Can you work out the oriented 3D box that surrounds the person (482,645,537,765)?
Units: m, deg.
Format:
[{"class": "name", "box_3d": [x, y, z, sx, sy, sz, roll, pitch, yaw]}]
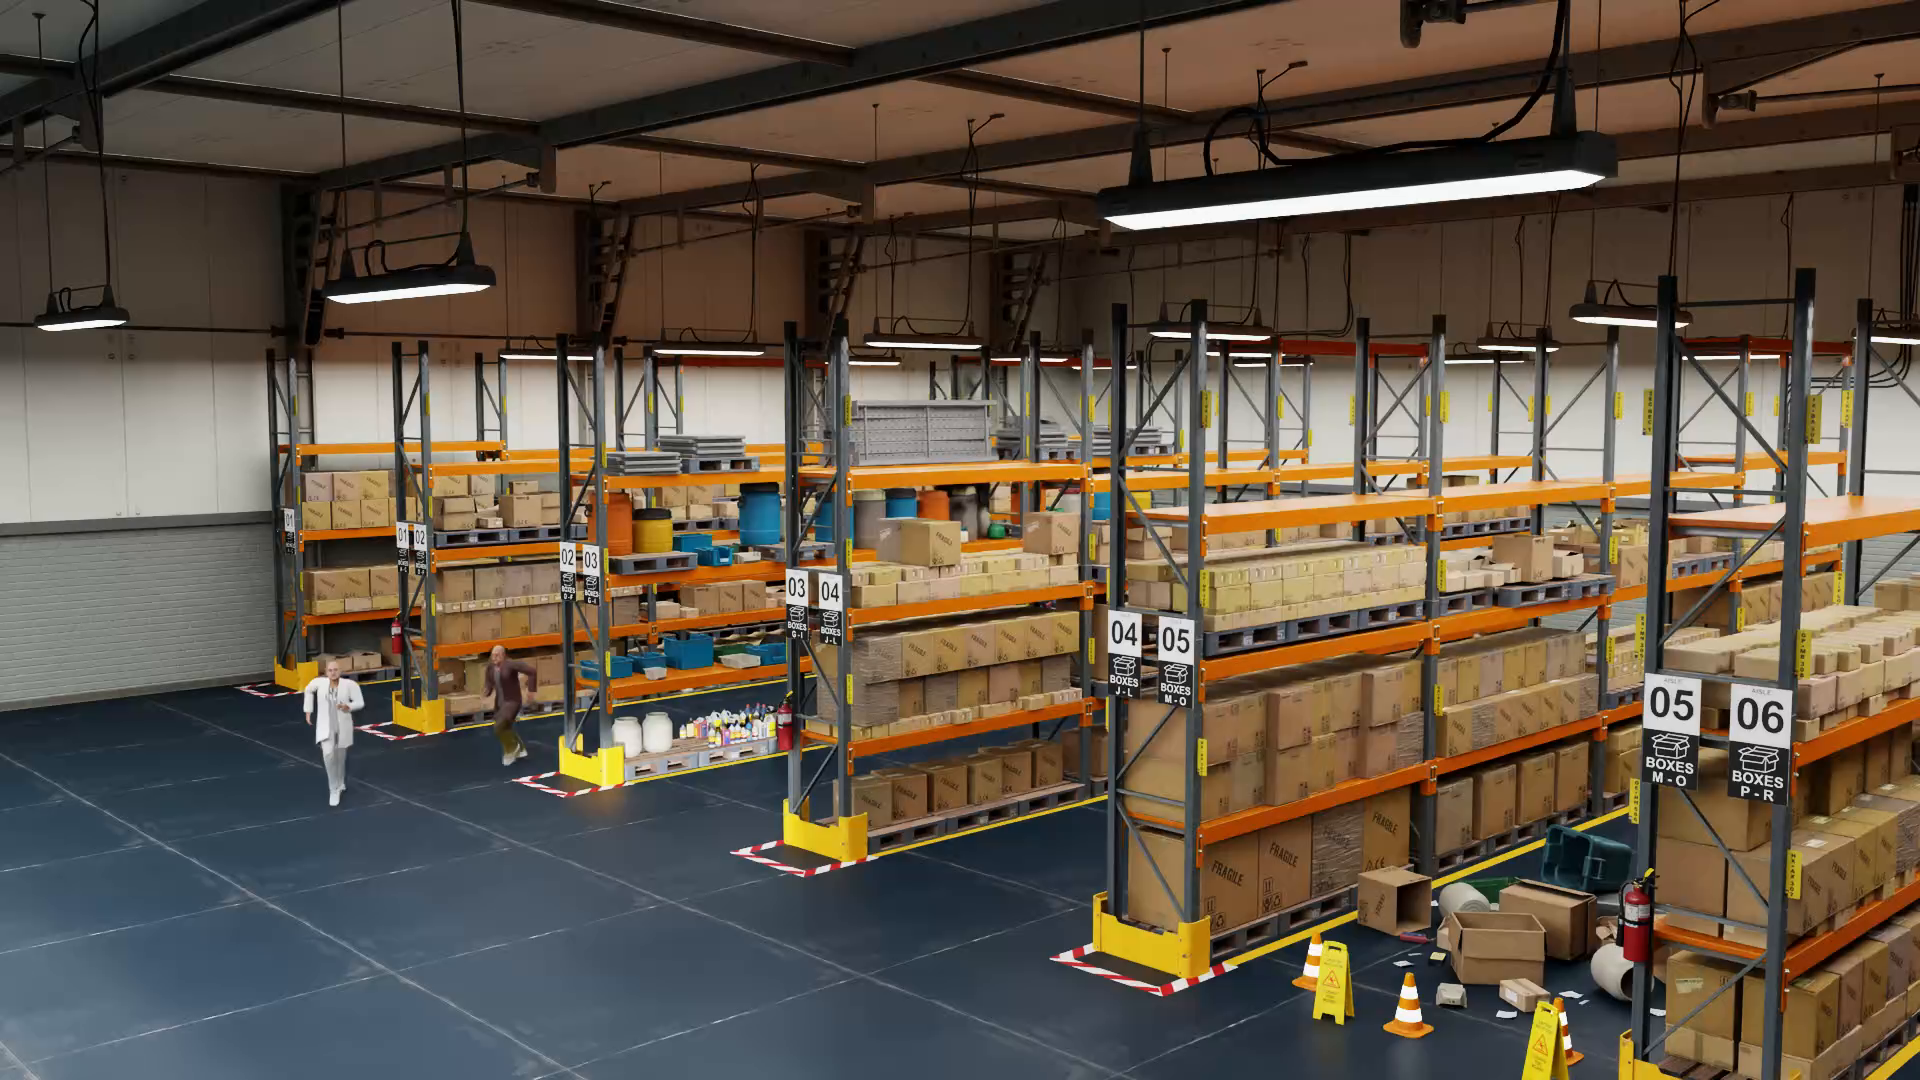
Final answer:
[{"class": "person", "box_3d": [-6.287, 2.322, 23.196, 0.756, 1.755, 0.849, 3, 6, 30]}]

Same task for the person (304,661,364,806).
[{"class": "person", "box_3d": [-8.039, 2.442, 21.381, 0.741, 1.831, 0.939, -2, 5, -18]}]

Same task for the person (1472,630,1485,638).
[{"class": "person", "box_3d": [7.893, 2.163, 25.291, 0.534, 1.607, 0.657, 4, 7, 41]}]
